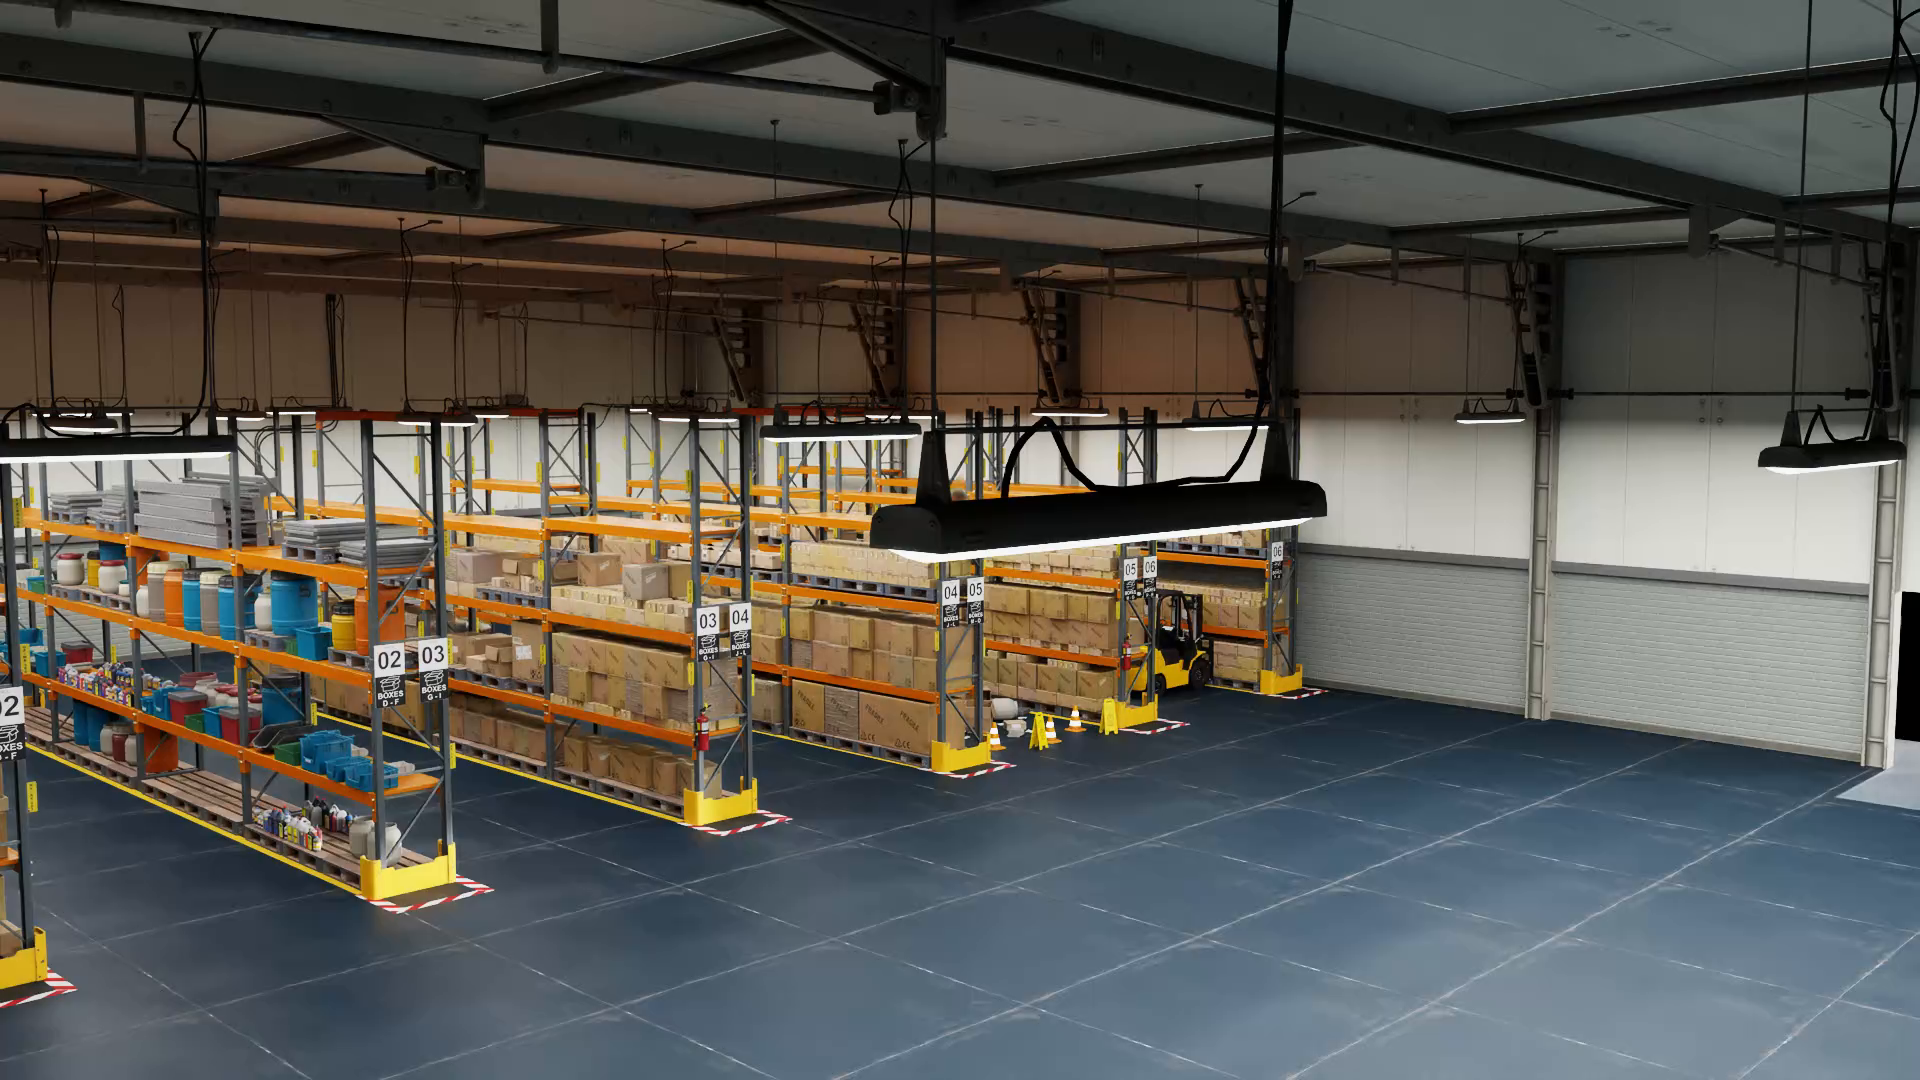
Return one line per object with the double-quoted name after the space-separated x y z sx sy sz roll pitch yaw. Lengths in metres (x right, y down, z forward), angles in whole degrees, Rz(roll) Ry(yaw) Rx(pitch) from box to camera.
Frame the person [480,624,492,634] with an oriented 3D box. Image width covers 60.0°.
-9.445 2.536 33.075 0.766 1.759 0.686 4 6 35 "person"
